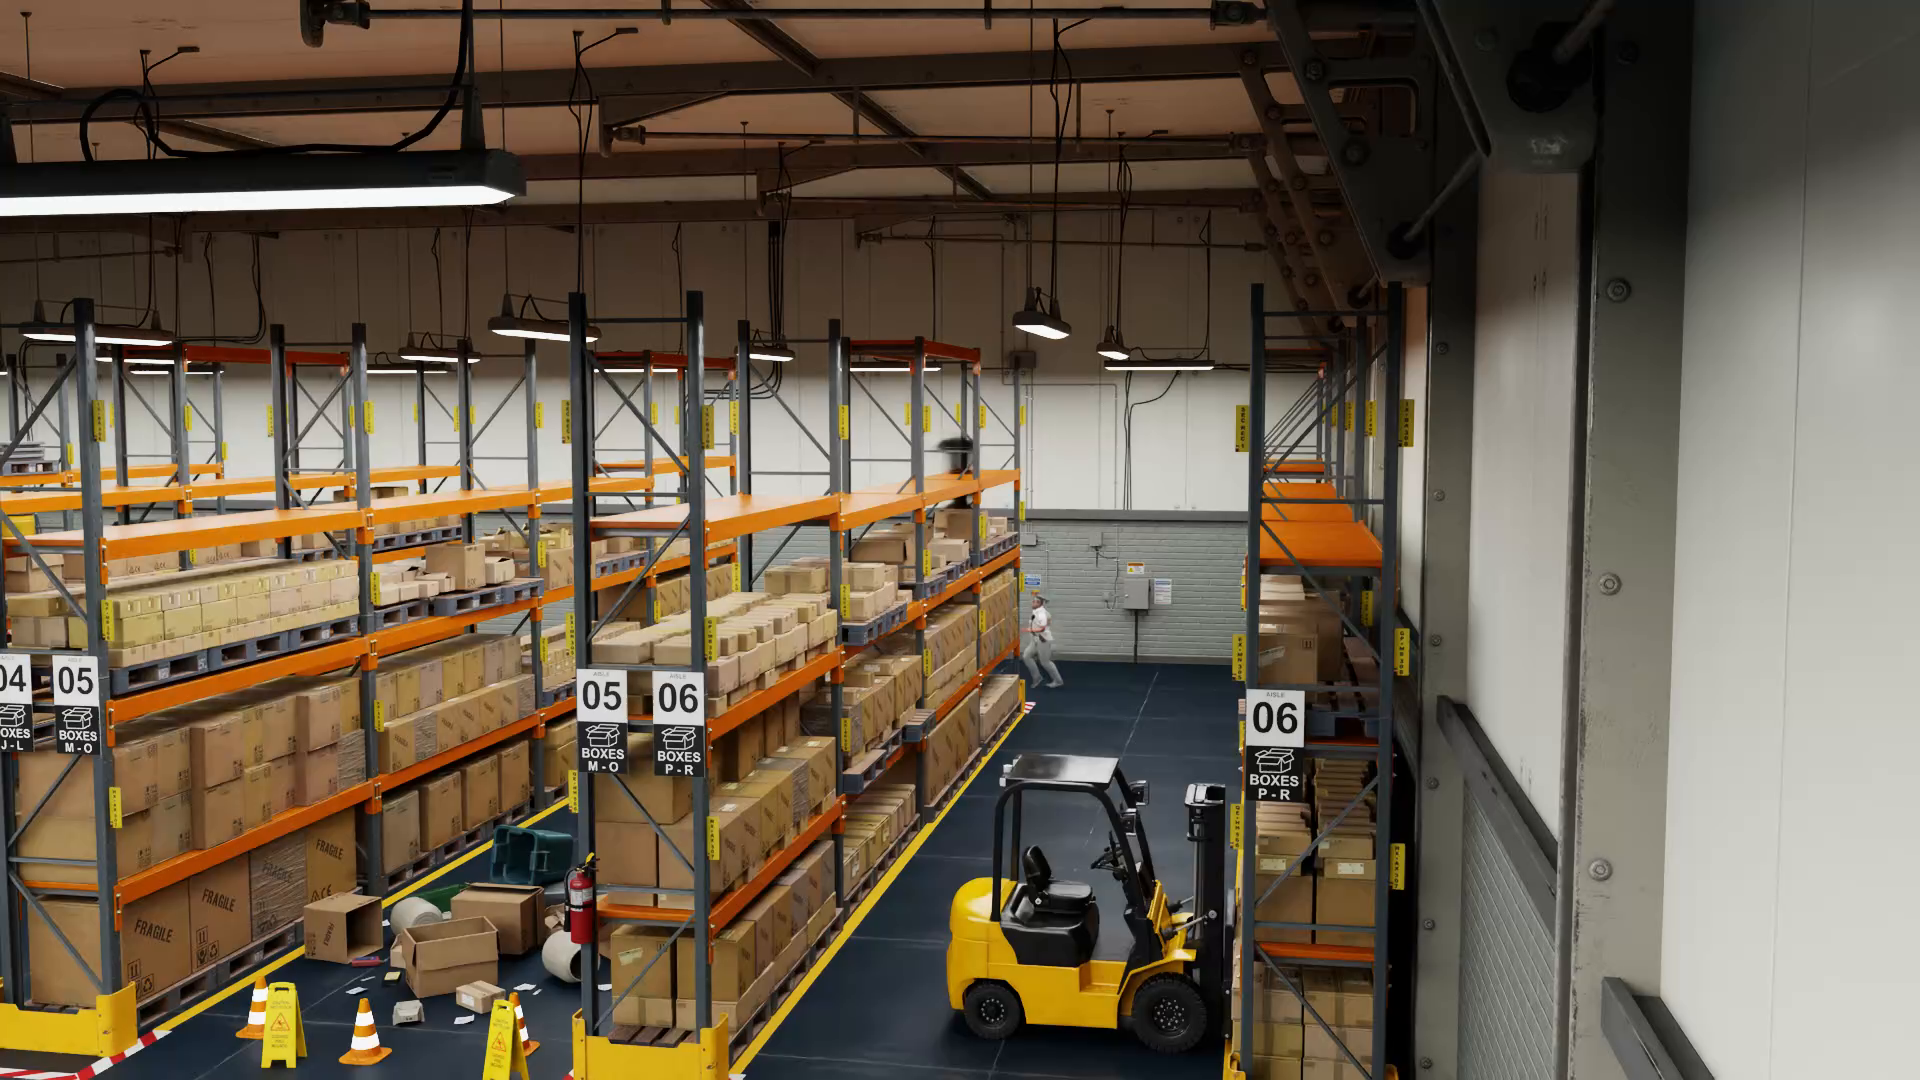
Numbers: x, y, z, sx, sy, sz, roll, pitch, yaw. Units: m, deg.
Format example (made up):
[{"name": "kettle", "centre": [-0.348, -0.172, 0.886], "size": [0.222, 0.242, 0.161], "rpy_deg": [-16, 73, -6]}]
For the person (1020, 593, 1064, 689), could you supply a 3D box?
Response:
[{"name": "person", "centre": [1.471, 1.869, 30.348], "size": [0.838, 1.799, 0.579], "rpy_deg": [-1, 5, -9]}]
